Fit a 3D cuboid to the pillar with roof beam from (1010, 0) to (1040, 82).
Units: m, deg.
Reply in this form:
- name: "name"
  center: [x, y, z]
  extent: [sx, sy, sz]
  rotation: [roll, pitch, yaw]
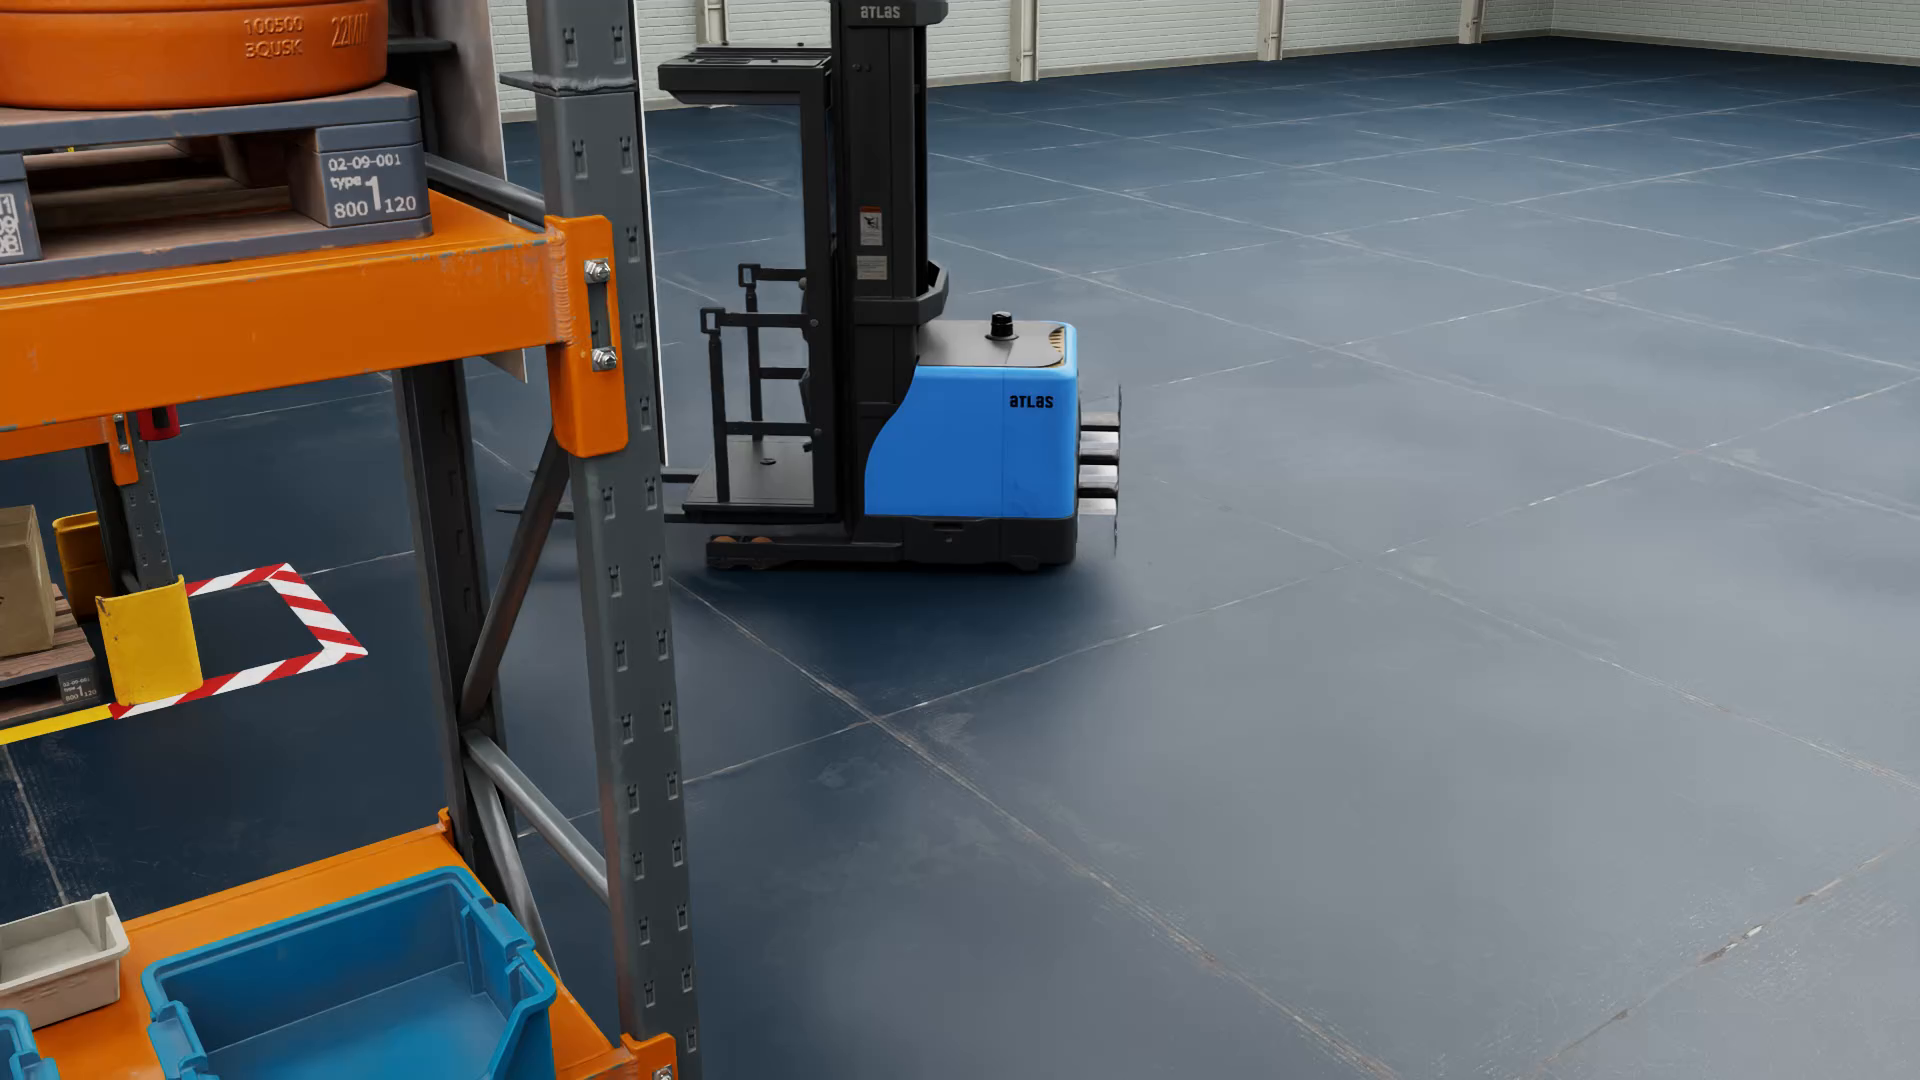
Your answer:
- name: "pillar with roof beam"
  center: [3.629, -10.883, 24.027]
  extent: [0.400, 9.000, 9.100]
  rotation: [-15, 26, -33]

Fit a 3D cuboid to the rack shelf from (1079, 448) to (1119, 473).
- name: "rack shelf"
  center: [0.714, -0.424, 8.593]
  extent: [0.200, 0.077, 0.258]
  rotation: [1, 22, 3]

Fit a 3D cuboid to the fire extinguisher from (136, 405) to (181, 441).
- name: "fire extinguisher"
  center: [-3.354, -0.751, 6.836]
  extent: [0.183, 0.674, 0.296]
  rotation: [-15, 26, -33]

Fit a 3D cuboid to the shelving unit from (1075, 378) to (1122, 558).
- name: "shelving unit"
  center: [0.714, -0.372, 8.614]
  extent: [0.210, 0.900, 0.258]
  rotation: [1, 22, 3]

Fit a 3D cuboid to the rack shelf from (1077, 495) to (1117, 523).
- name: "rack shelf"
  center: [0.714, -0.174, 8.693]
  extent: [0.200, 0.077, 0.258]
  rotation: [1, 22, 3]

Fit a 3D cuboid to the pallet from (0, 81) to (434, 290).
- name: "pallet"
  center: [-1.552, -0.567, 2.477]
  extent: [1.213, 0.211, 1.003]
  rotation: [-15, 26, -33]

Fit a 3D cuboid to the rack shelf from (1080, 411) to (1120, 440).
- name: "rack shelf"
  center: [0.714, -0.592, 8.526]
  extent: [0.200, 0.077, 0.258]
  rotation: [1, 22, 3]

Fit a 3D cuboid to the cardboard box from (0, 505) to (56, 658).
- name: "cardboard box"
  center: [-4.232, 0.195, 7.167]
  extent: [0.500, 0.500, 0.500]
  rotation: [-10, 24, -23]

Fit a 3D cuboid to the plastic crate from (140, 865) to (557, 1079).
- name: "plastic crate"
  center: [-1.055, 0.856, 2.904]
  extent: [0.616, 0.251, 0.499]
  rotation: [-15, 26, -33]

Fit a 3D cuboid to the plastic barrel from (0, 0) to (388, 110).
- name: "plastic barrel"
  center: [-1.143, -1.055, 2.300]
  extent: [0.708, 0.830, 0.600]
  rotation: [-15, 26, -33]

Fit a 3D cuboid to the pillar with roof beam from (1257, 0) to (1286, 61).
- name: "pillar with roof beam"
  center: [8.499, -12.181, 27.282]
  extent: [0.400, 9.000, 9.100]
  rotation: [-15, 26, -33]

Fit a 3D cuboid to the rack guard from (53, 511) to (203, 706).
- name: "rack guard"
  center: [-3.777, 0.276, 7.529]
  extent: [0.348, 0.500, 1.175]
  rotation: [-15, 26, -33]

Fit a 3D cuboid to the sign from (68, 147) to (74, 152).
- name: "sign"
  center: [-3.408, -1.414, 6.405]
  extent: [0.005, 0.325, 0.100]
  rotation: [-15, 26, -33]

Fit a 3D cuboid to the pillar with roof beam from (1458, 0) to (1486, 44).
- name: "pillar with roof beam"
  center: [13.370, -13.480, 30.536]
  extent: [0.400, 9.000, 9.100]
  rotation: [-15, 26, -33]

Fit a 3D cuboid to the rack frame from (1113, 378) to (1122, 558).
- name: "rack frame"
  center: [0.816, -0.370, 8.608]
  extent: [0.006, 0.900, 0.240]
  rotation: [1, 22, 3]

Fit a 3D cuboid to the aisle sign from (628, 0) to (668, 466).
- name: "aisle sign"
  center: [-0.591, -0.545, 2.706]
  extent: [0.004, 0.787, 0.394]
  rotation: [-15, 26, -33]

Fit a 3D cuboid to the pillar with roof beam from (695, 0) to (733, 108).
- name: "pillar with roof beam"
  center: [-1.242, -9.584, 20.772]
  extent: [0.400, 9.000, 9.100]
  rotation: [-15, 26, -33]

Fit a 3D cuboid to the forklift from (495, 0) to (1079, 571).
- name: "forklift"
  center: [-0.900, -1.400, 8.451]
  extent: [3.031, 2.935, 1.130]
  rotation: [1, 22, 3]

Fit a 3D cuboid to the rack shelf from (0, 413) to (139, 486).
- name: "rack shelf"
  center: [-5.339, -0.134, 6.156]
  extent: [4.000, 0.370, 1.077]
  rotation: [-15, 26, -33]

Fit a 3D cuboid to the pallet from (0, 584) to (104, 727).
- name: "pallet"
  center: [-4.458, 0.576, 7.169]
  extent: [1.213, 0.211, 1.003]
  rotation: [-15, 26, -33]

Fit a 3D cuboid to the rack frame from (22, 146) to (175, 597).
- name: "rack frame"
  center: [-3.716, -0.901, 7.107]
  extent: [0.127, 3.000, 1.000]
  rotation: [-15, 26, -33]

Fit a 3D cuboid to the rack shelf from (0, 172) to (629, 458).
- name: "rack shelf"
  center: [-2.447, -0.037, 1.866]
  extent: [4.000, 0.370, 1.077]
  rotation: [-15, 26, -33]

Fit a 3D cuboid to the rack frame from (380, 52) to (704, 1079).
- name: "rack frame"
  center: [-0.823, 0.589, 3.373]
  extent: [0.127, 3.000, 1.000]
  rotation: [-15, 26, -33]

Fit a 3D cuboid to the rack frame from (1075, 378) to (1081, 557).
- name: "rack frame"
  center: [0.613, -0.374, 8.620]
  extent: [0.006, 0.900, 0.240]
  rotation: [1, 22, 3]

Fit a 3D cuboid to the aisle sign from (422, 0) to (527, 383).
- name: "aisle sign"
  center: [-0.936, -0.722, 3.151]
  extent: [0.004, 0.787, 0.394]
  rotation: [-15, 26, -33]

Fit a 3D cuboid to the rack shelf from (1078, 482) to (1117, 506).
- name: "rack shelf"
  center: [0.714, -0.257, 8.660]
  extent: [0.200, 0.077, 0.258]
  rotation: [1, 22, 3]

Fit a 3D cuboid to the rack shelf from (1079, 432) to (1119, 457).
- name: "rack shelf"
  center: [0.714, -0.508, 8.560]
  extent: [0.200, 0.077, 0.258]
  rotation: [1, 22, 3]

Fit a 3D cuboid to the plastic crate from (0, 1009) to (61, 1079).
- name: "plastic crate"
  center: [-1.585, 0.995, 2.556]
  extent: [0.408, 0.251, 0.499]
  rotation: [-15, 26, -33]

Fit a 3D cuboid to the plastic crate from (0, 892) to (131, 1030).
- name: "plastic crate"
  center: [-1.737, 0.808, 3.179]
  extent: [0.250, 0.136, 0.298]
  rotation: [-15, 26, -33]

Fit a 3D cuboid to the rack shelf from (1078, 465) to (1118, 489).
- name: "rack shelf"
  center: [0.714, -0.341, 8.626]
  extent: [0.200, 0.077, 0.258]
  rotation: [1, 22, 3]

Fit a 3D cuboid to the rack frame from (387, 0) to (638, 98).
- name: "rack frame"
  center: [-0.823, -2.197, 2.261]
  extent: [0.127, 3.000, 1.000]
  rotation: [-15, 26, -33]

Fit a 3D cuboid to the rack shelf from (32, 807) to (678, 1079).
- name: "rack shelf"
  center: [-2.447, 1.356, 2.422]
  extent: [4.000, 0.370, 1.077]
  rotation: [-15, 26, -33]
